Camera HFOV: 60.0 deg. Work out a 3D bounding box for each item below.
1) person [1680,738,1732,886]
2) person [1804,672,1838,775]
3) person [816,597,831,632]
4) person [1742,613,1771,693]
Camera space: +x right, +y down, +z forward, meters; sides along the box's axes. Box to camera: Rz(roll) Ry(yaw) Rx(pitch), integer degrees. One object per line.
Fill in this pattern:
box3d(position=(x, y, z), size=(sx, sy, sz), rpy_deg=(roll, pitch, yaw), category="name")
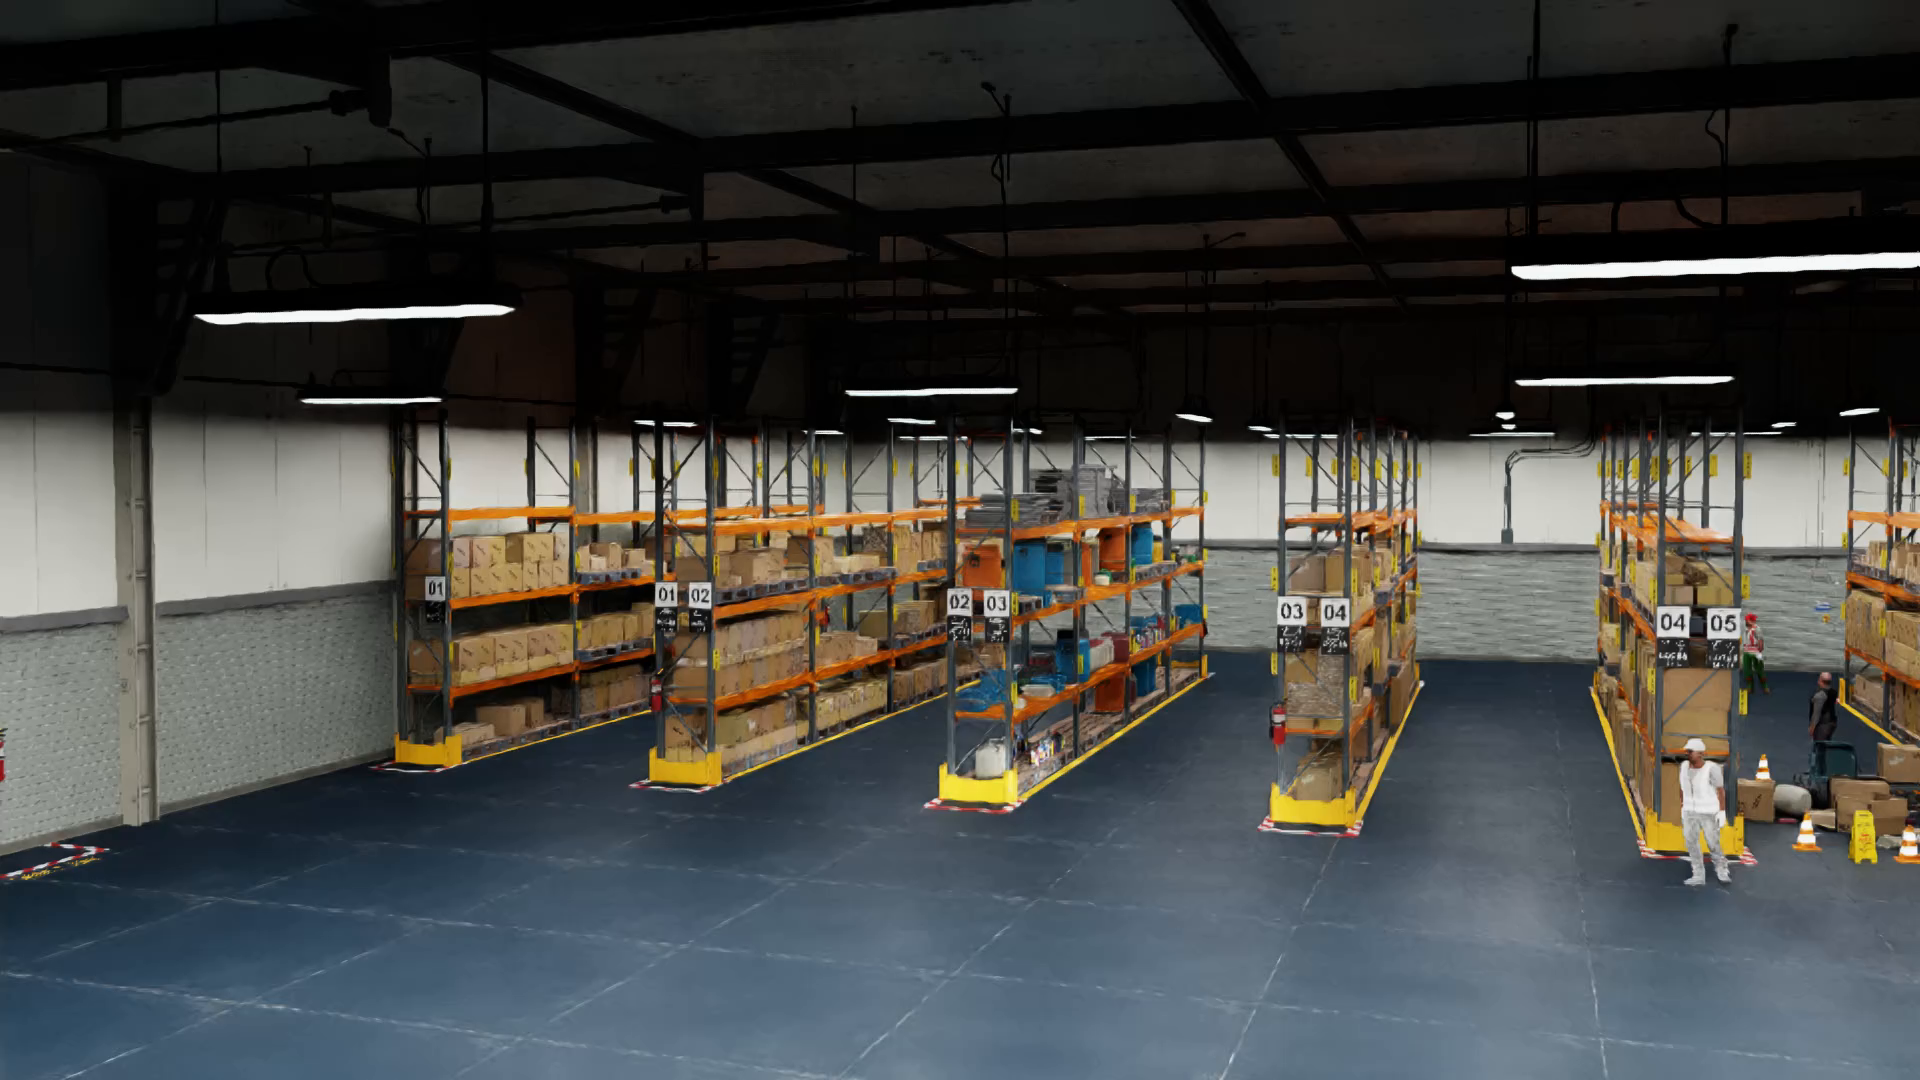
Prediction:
box3d(position=(8.964, 3.261, 20.016), size=(0.579, 1.773, 0.598), rpy_deg=(-2, 3, -35), category="person")
box3d(position=(13.859, 2.990, 26.751), size=(0.615, 1.708, 0.555), rpy_deg=(-2, 3, -42), category="person")
box3d(position=(-3.660, 2.243, 44.699), size=(0.669, 1.659, 0.562), rpy_deg=(-2, 3, -35), category="person")
box3d(position=(17.775, 2.528, 37.181), size=(0.553, 1.781, 0.646), rpy_deg=(-1, 2, -12), category="person")
